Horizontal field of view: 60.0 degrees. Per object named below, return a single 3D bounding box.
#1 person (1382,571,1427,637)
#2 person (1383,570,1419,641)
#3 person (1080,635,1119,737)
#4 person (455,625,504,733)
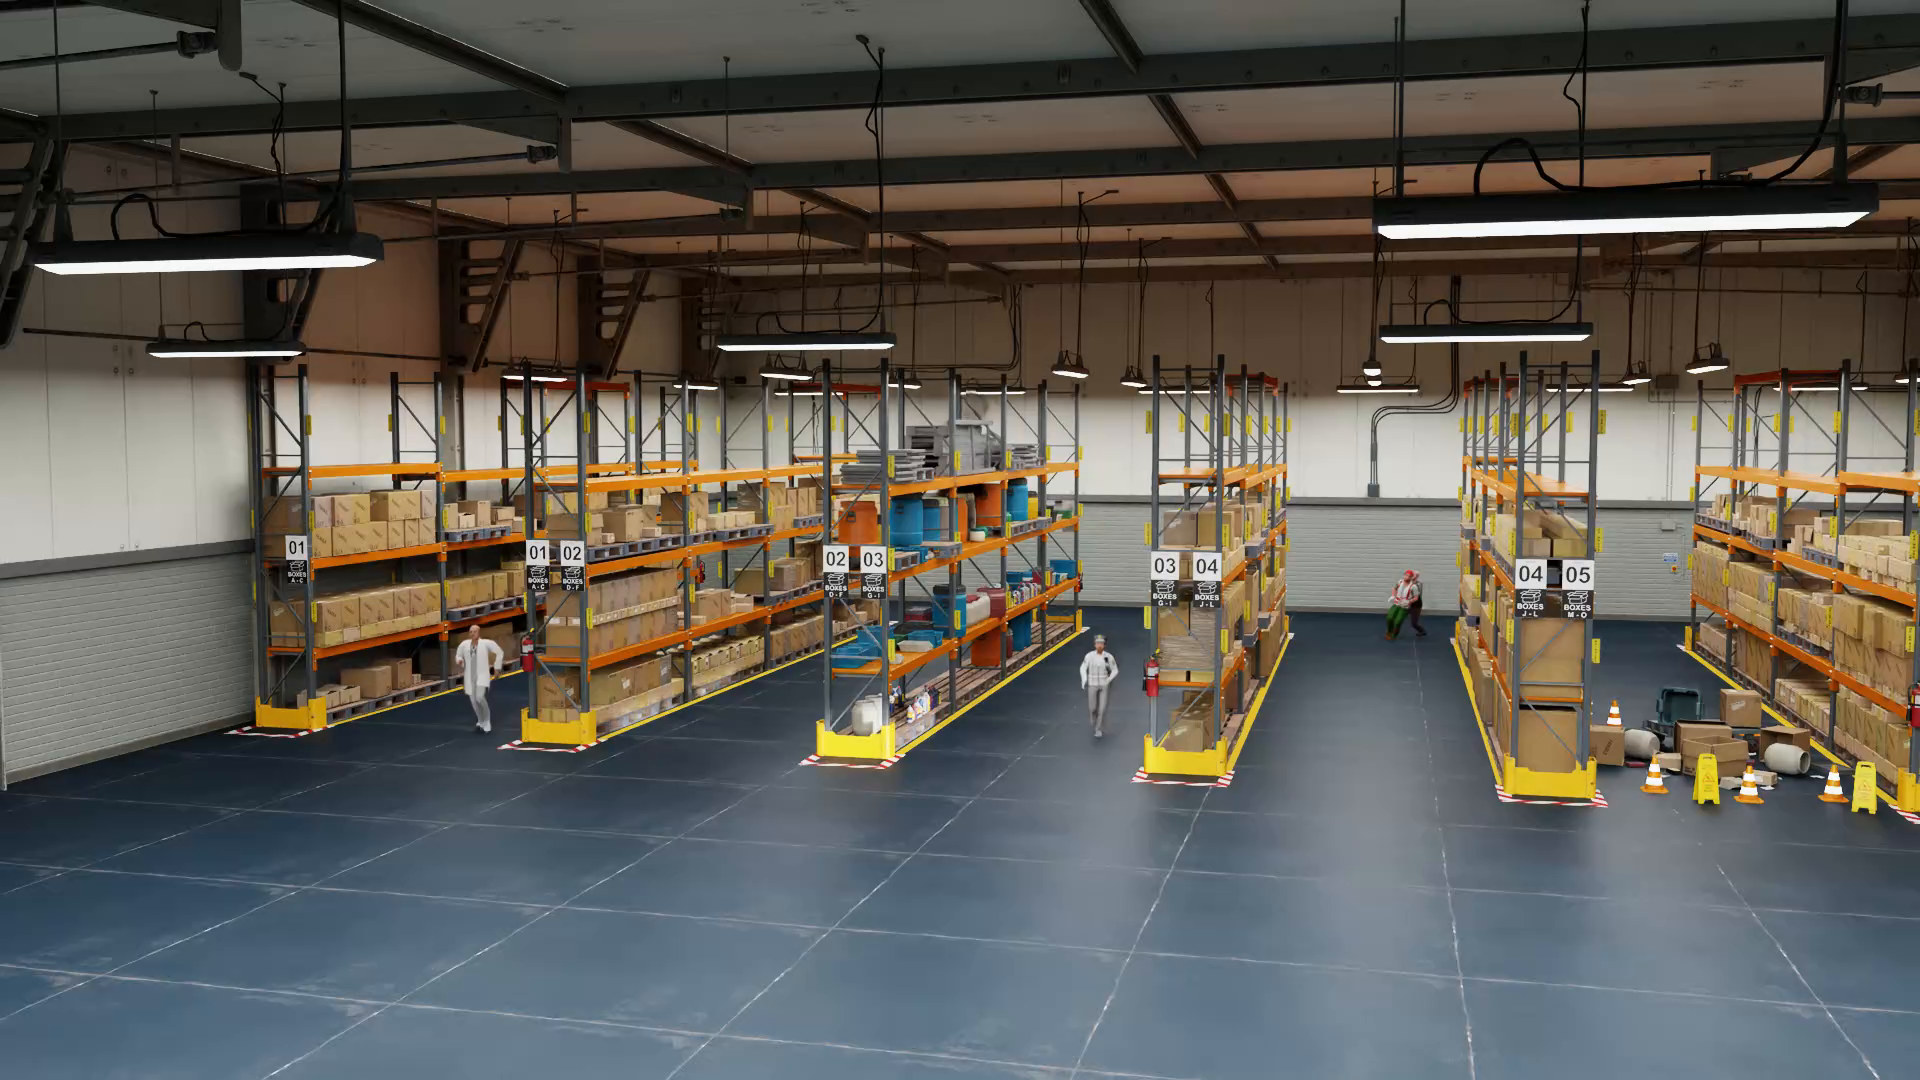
[{"bbox_3d":[10.520,1.516,38.839,1.093,1.584,0.732,-1,4,-21],"label":"person"},{"bbox_3d":[10.123,1.514,38.329,0.863,1.682,0.572,3,5,35],"label":"person"},{"bbox_3d":[2.239,2.340,26.772,0.618,1.652,0.550,0,4,7],"label":"person"},{"bbox_3d":[-7.871,2.258,27.108,0.736,1.756,0.814,0,4,6],"label":"person"}]
